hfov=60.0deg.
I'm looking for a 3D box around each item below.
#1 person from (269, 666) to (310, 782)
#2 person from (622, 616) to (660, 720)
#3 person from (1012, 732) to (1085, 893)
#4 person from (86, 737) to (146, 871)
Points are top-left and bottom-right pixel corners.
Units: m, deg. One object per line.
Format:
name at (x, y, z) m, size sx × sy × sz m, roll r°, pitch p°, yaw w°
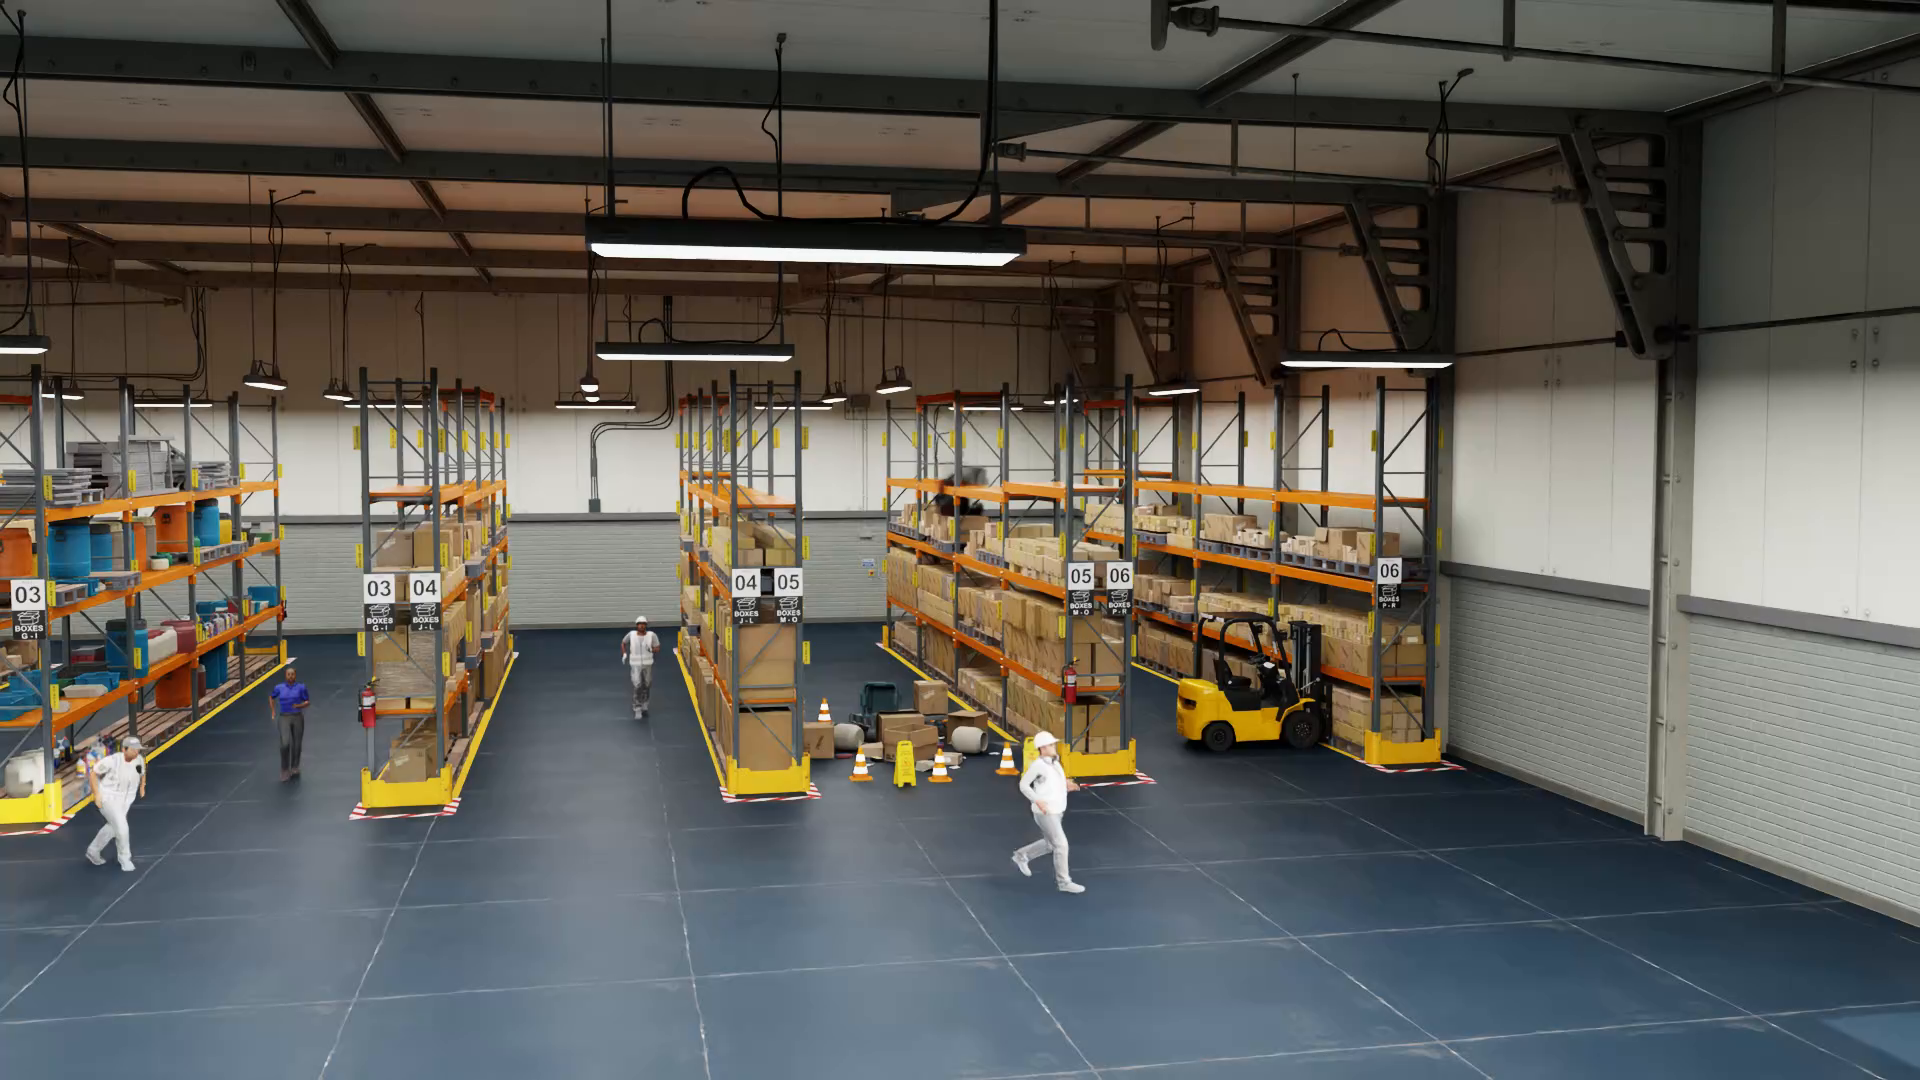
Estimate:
person at (-9.903, 2.719, 24.597) m, size 0.543 × 1.701 × 0.725 m, roll -2°, pitch 4°, yaw -27°
person at (-5.790, 2.295, 30.226) m, size 0.667 × 1.827 × 0.861 m, roll -1°, pitch 4°, yaw -17°
person at (0.971, 3.011, 18.529) m, size 0.930 × 1.750 × 0.666 m, roll 2°, pitch 4°, yaw 26°
person at (-9.910, 3.088, 19.517) m, size 0.926 × 1.616 × 0.610 m, roll 2°, pitch 4°, yaw 25°
